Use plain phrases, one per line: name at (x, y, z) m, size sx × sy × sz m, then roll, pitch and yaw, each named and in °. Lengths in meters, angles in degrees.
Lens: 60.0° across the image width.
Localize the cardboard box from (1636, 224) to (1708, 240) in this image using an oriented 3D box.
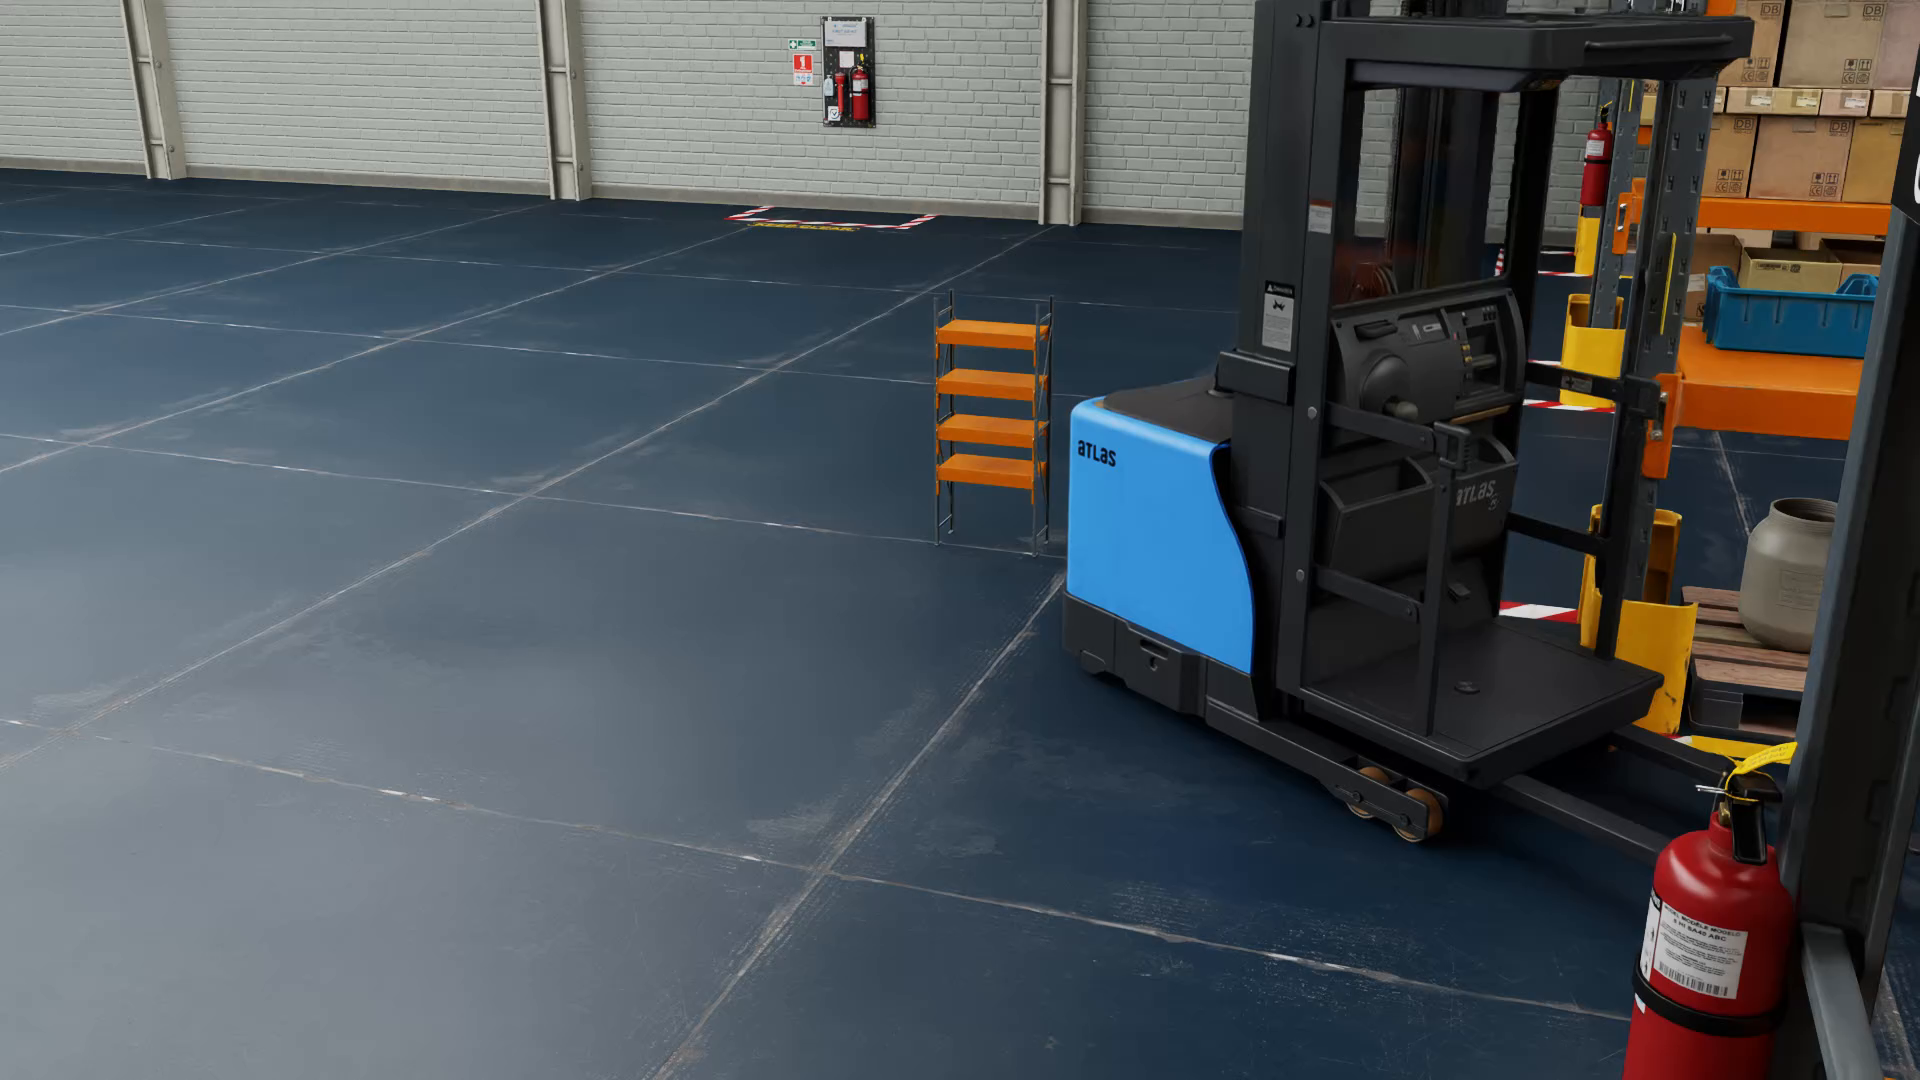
cardboard box at (6.421, -2.809, 14.995) m, size 0.500 × 0.311 × 0.500 m, roll 4°, pitch 20°, yaw 12°

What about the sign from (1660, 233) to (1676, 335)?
sign at (2.361, -0.854, 5.547) m, size 0.005 × 0.325 × 0.100 m, roll 7°, pitch 20°, yaw 18°

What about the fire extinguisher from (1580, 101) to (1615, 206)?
fire extinguisher at (4.216, -2.554, 10.963) m, size 0.183 × 0.674 × 0.296 m, roll 7°, pitch 20°, yaw 18°

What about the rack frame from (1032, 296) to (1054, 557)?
rack frame at (0.387, -0.522, 7.752) m, size 0.015 × 1.200 × 0.240 m, roll 7°, pitch 20°, yaw 18°

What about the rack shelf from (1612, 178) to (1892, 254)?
rack shelf at (6.064, -1.877, 9.998) m, size 4.000 × 0.370 × 1.077 m, roll 7°, pitch 20°, yaw 18°

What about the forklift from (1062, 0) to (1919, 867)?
forklift at (1.690, -0.603, 5.352) m, size 1.130 × 2.935 × 3.031 m, roll -14°, pitch 24°, yaw -34°

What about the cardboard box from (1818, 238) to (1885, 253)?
cardboard box at (5.729, -1.618, 10.562) m, size 0.500 × 0.500 × 0.500 m, roll 7°, pitch 20°, yaw 18°

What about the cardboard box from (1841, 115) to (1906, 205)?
cardboard box at (5.577, -2.315, 10.009) m, size 0.500 × 0.500 × 0.700 m, roll 7°, pitch 20°, yaw 18°

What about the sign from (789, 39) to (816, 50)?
sign at (-1.734, -5.450, 18.294) m, size 0.331 × 0.109 × 0.001 m, roll 7°, pitch 20°, yaw 18°

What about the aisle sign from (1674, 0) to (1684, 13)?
aisle sign at (2.382, -2.038, 5.415) m, size 0.004 × 0.787 × 0.394 m, roll 7°, pitch 20°, yaw 18°

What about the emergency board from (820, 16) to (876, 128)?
emergency board at (-1.247, -5.094, 18.133) m, size 0.643 × 1.169 × 0.194 m, roll 7°, pitch 20°, yaw 18°

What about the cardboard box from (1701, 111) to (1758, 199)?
cardboard box at (4.612, -2.426, 10.327) m, size 0.500 × 0.500 × 0.700 m, roll 7°, pitch 20°, yaw 18°

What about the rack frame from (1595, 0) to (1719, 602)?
rack frame at (2.546, -0.893, 6.082) m, size 0.127 × 3.000 × 1.000 m, roll 7°, pitch 20°, yaw 18°

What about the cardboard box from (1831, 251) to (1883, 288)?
cardboard box at (5.558, -1.457, 10.098) m, size 0.500 × 0.500 × 0.500 m, roll 7°, pitch 20°, yaw 18°

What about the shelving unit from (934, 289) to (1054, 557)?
shelving unit at (0.156, -0.549, 7.827) m, size 0.503 × 1.200 × 0.258 m, roll 7°, pitch 20°, yaw 18°

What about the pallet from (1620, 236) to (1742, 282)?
pallet at (6.625, -2.550, 15.071) m, size 1.213 × 0.211 × 1.003 m, roll 7°, pitch 20°, yaw 18°

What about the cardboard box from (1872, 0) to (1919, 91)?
cardboard box at (5.637, -2.924, 9.783) m, size 0.500 × 0.500 × 0.700 m, roll 7°, pitch 20°, yaw 18°

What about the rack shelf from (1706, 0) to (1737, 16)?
rack shelf at (4.435, -1.754, 5.087) m, size 4.000 × 0.370 × 1.077 m, roll 7°, pitch 20°, yaw 18°

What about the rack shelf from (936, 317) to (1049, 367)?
rack shelf at (0.156, -0.920, 7.698) m, size 0.480 × 0.148 × 0.258 m, roll 7°, pitch 20°, yaw 18°

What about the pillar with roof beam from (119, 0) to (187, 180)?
pillar with roof beam at (-11.674, -7.606, 16.224) m, size 0.400 × 9.000 × 9.100 m, roll 7°, pitch 20°, yaw 18°

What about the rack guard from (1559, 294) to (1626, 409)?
rack guard at (4.152, -1.255, 10.918) m, size 0.348 × 0.500 × 1.175 m, roll 7°, pitch 20°, yaw 18°

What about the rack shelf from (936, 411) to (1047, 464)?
rack shelf at (0.156, -0.485, 7.850) m, size 0.480 × 0.148 × 0.258 m, roll 7°, pitch 20°, yaw 18°

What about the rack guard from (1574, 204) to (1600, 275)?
rack guard at (5.869, -2.785, 15.307) m, size 0.348 × 0.500 × 1.175 m, roll 7°, pitch 20°, yaw 18°

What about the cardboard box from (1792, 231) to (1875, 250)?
cardboard box at (7.636, -2.742, 14.515) m, size 0.500 × 0.500 × 0.700 m, roll 5°, pitch 20°, yaw 15°

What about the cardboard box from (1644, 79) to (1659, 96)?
cardboard box at (6.149, -4.121, 14.401) m, size 0.500 × 0.500 × 0.500 m, roll 7°, pitch 20°, yaw 18°

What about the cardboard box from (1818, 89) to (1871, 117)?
cardboard box at (5.198, -2.594, 9.824) m, size 0.250 × 0.149 × 0.380 m, roll 6°, pitch 20°, yaw 17°

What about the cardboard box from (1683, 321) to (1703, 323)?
cardboard box at (4.779, -1.367, 10.980) m, size 0.500 × 0.250 × 0.500 m, roll 7°, pitch 20°, yaw 18°

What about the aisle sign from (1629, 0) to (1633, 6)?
aisle sign at (4.012, -3.573, 9.819) m, size 0.004 × 0.787 × 0.394 m, roll 7°, pitch 20°, yaw 18°

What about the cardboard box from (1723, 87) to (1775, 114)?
cardboard box at (4.725, -2.650, 9.983) m, size 0.250 × 0.149 × 0.380 m, roll 6°, pitch 20°, yaw 17°

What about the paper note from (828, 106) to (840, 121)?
paper note at (-1.392, -4.719, 18.394) m, size 0.142 × 0.148 × 0.016 m, roll 7°, pitch 20°, yaw 18°

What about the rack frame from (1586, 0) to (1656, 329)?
rack frame at (4.175, -2.433, 10.499) m, size 0.127 × 3.000 × 1.000 m, roll 7°, pitch 20°, yaw 18°

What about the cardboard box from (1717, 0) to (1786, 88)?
cardboard box at (4.662, -3.033, 10.097) m, size 0.500 × 0.500 × 0.700 m, roll 7°, pitch 20°, yaw 18°
